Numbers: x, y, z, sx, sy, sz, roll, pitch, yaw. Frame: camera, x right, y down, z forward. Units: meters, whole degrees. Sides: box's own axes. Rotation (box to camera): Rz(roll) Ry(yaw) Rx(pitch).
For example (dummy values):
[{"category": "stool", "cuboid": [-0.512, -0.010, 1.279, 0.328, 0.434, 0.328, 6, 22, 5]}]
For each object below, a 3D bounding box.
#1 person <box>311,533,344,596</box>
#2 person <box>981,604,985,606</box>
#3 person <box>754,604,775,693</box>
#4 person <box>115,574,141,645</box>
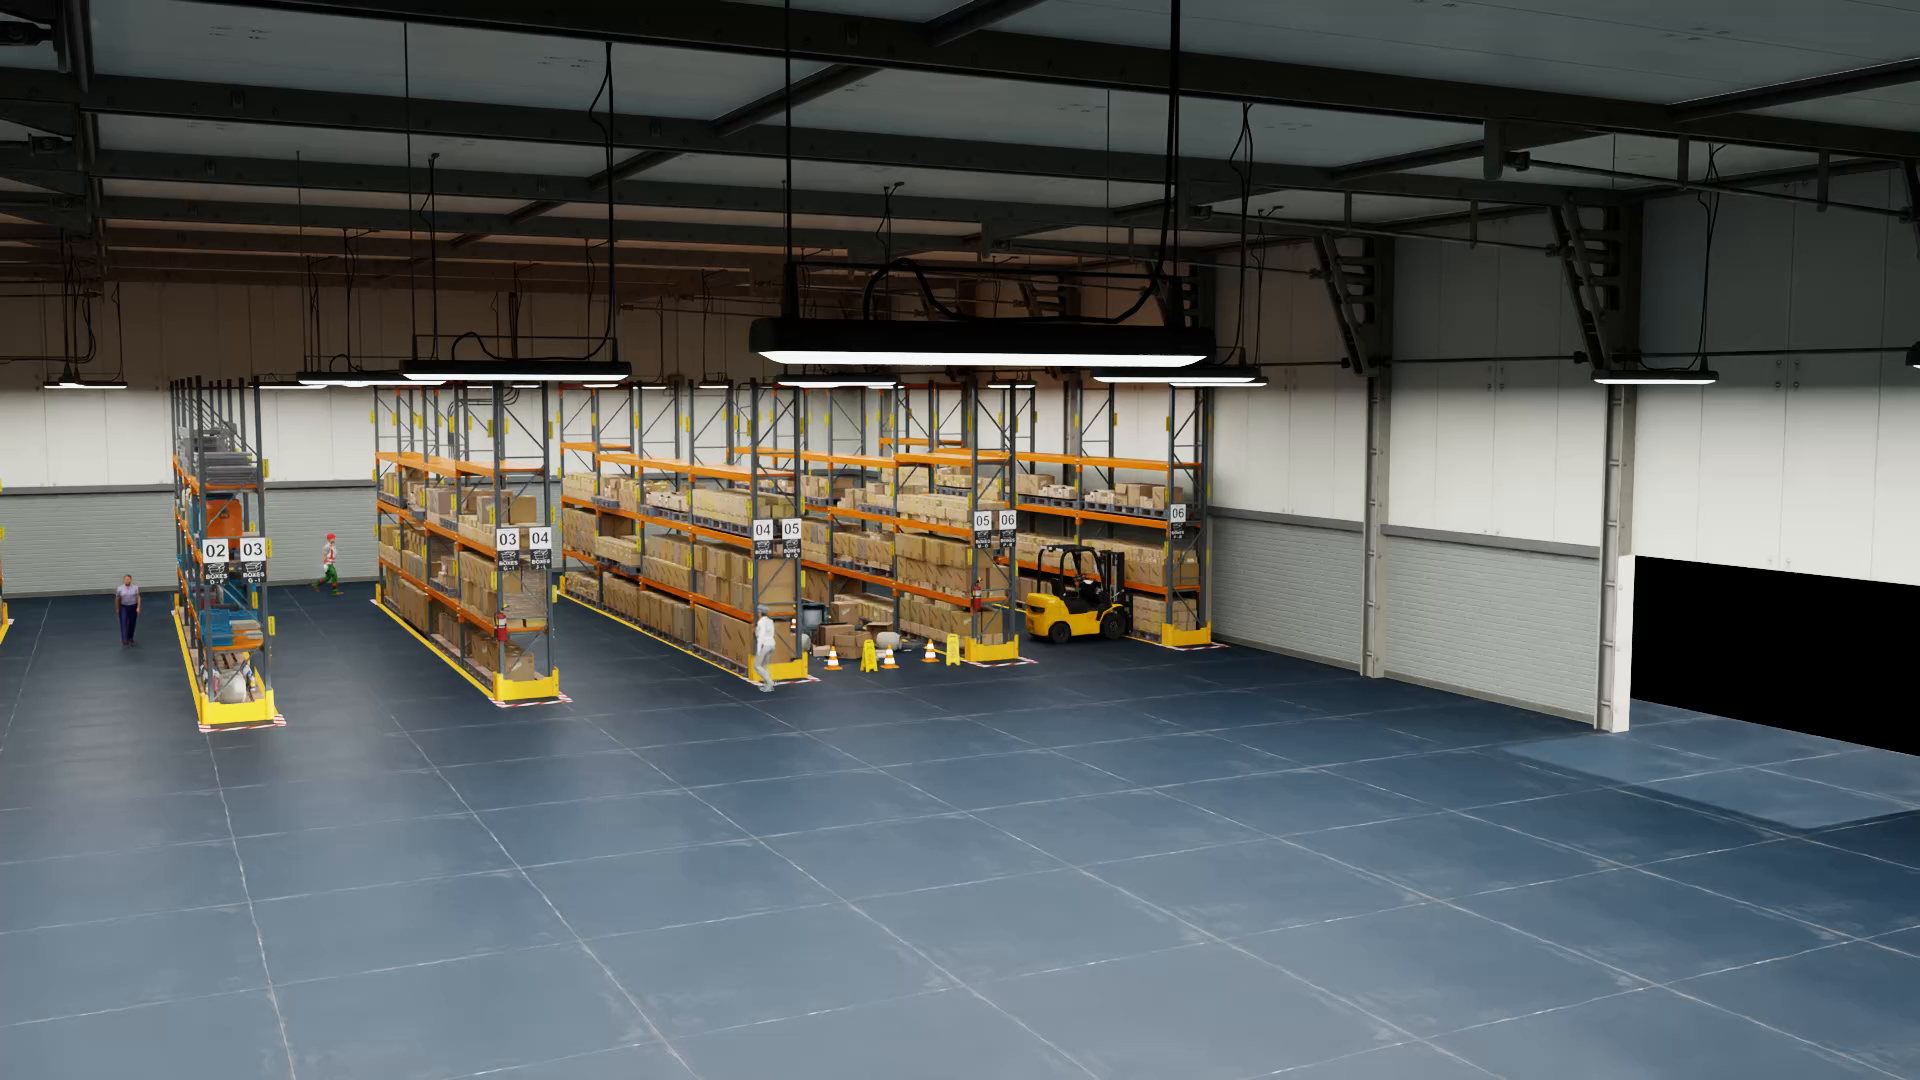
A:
[{"category": "person", "cuboid": [-17.817, 0.686, 46.786, 0.933, 1.755, 0.546, 0, 5, -5]}, {"category": "person", "cuboid": [0.444, 1.408, 39.571, 0.457, 1.576, 0.440, -2, 5, -20]}, {"category": "person", "cuboid": [-3.707, 2.075, 31.848, 0.505, 1.646, 0.566, 2, 6, 25]}, {"category": "person", "cuboid": [-18.757, 1.569, 37.533, 0.507, 1.590, 1.005, -4, 7, -40]}]
